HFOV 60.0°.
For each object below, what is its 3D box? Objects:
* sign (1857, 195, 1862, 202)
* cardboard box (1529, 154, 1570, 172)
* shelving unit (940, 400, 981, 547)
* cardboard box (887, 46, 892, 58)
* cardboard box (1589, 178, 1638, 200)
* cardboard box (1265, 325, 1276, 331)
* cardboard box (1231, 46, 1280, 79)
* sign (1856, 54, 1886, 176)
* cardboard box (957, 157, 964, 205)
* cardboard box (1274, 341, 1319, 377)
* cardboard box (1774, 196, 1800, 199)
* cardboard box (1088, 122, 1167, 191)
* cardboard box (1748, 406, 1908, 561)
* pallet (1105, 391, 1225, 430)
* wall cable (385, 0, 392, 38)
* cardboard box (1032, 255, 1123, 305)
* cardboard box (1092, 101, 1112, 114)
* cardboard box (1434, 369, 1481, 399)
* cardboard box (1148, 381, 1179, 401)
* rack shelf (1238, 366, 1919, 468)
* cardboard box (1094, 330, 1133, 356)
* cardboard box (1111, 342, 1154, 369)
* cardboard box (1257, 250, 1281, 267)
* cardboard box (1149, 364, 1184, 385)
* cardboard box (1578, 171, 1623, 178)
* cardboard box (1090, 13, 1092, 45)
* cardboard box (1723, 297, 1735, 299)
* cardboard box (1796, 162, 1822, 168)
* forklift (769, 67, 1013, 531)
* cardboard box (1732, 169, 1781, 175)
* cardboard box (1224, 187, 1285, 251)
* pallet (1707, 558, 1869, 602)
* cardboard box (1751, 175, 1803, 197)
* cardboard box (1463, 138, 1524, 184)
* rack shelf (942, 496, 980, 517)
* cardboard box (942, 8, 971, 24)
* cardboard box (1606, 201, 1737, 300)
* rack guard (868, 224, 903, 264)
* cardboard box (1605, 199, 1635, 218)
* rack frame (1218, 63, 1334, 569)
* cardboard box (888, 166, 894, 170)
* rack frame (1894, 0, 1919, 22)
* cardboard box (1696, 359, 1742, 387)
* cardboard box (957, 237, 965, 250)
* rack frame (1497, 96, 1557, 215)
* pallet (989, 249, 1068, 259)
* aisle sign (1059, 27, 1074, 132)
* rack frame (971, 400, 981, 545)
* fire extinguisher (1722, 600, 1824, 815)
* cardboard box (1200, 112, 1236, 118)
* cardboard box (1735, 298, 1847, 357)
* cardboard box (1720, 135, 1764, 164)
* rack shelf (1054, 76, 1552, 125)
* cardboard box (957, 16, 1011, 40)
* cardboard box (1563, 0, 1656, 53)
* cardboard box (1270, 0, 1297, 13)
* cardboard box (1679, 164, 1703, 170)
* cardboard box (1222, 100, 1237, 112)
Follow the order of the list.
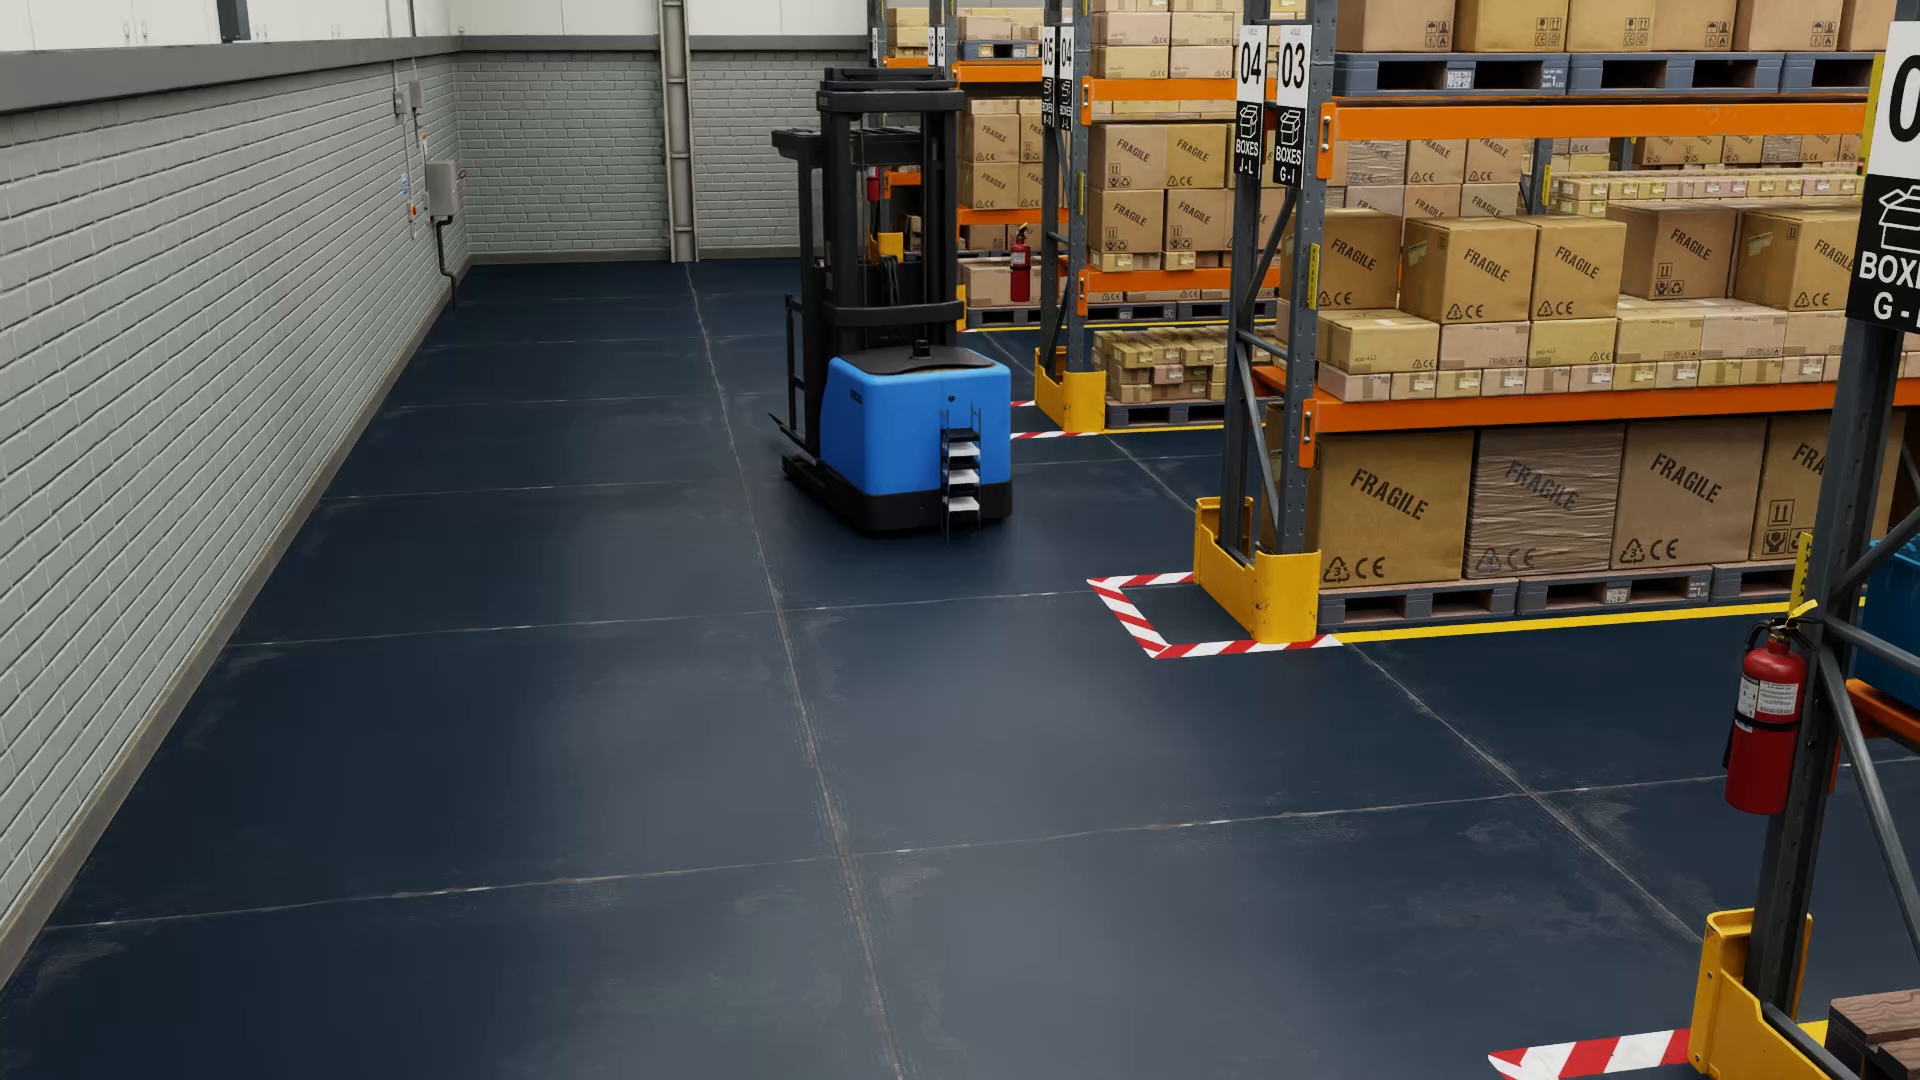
[{"bbox_3d":[5.510,-1.941,10.184,0.005,0.325,0.100,-3,17,-10],"label":"sign"},{"bbox_3d":[6.739,-4.386,19.388,0.500,0.250,0.500,-4,17,-12],"label":"cardboard box"},{"bbox_3d":[0.000,-0.426,10.666,0.210,0.900,0.258,-4,18,-12],"label":"shelving unit"},{"bbox_3d":[-0.860,-6.732,22.941,0.250,0.149,0.380,-3,17,-9],"label":"cardboard box"},{"bbox_3d":[5.527,-2.976,14.093,0.250,0.149,0.380,-3,17,-9],"label":"cardboard box"},{"bbox_3d":[2.864,-1.788,14.651,0.250,0.149,0.380,-3,17,-10],"label":"cardboard box"},{"bbox_3d":[2.363,-3.856,13.404,0.500,0.250,0.500,-4,17,-12],"label":"cardboard box"},{"bbox_3d":[2.514,-1.160,4.550,0.005,0.325,0.100,-3,17,-10],"label":"sign"},{"bbox_3d":[0.238,-4.054,18.732,0.500,0.500,0.500,-3,17,-10],"label":"cardboard box"},{"bbox_3d":[1.982,-1.041,9.520,0.250,0.149,0.380,-3,17,-9],"label":"cardboard box"},{"bbox_3d":[7.043,-2.919,14.413,0.250,0.149,0.380,-3,17,-9],"label":"cardboard box"},{"bbox_3d":[1.344,-3.098,13.411,0.500,0.500,0.500,-3,17,-11],"label":"cardboard box"},{"bbox_3d":[4.959,-0.441,10.041,0.875,0.875,0.875,-3,17,-10],"label":"cardboard box"},{"bbox_3d":[1.732,-1.188,14.321,1.213,0.211,1.003,-3,17,-10],"label":"pallet"},{"bbox_3d":[-5.717,-6.373,16.234,0.029,3.000,0.463,-3,17,-10],"label":"wall cable"},{"bbox_3d":[1.341,-2.998,19.113,0.875,0.438,0.875,-3,17,-9],"label":"cardboard box"},{"bbox_3d":[1.492,-4.747,18.180,0.250,0.149,0.380,-3,17,-10],"label":"cardboard box"},{"bbox_3d":[2.609,-0.880,8.996,0.250,0.149,0.380,-4,17,-12],"label":"cardboard box"},{"bbox_3d":[1.670,-1.295,14.059,0.250,0.149,0.380,-3,17,-11],"label":"cardboard box"},{"bbox_3d":[3.658,-0.814,9.578,4.000,0.370,1.077,-3,17,-10],"label":"rack shelf"},{"bbox_3d":[1.325,-1.707,14.387,0.250,0.149,0.380,-3,17,-10],"label":"cardboard box"},{"bbox_3d":[1.432,-1.535,13.829,0.250,0.149,0.380,-4,18,-13],"label":"cardboard box"},{"bbox_3d":[2.497,-2.379,13.875,0.250,0.149,0.380,-4,17,-12],"label":"cardboard box"},{"bbox_3d":[1.696,-1.416,13.947,0.250,0.149,0.380,-3,17,-11],"label":"cardboard box"},{"bbox_3d":[5.655,-3.177,14.747,0.250,0.149,0.380,-4,17,-12],"label":"cardboard box"},{"bbox_3d":[1.257,-4.182,13.614,0.500,0.250,0.500,-4,17,-12],"label":"cardboard box"},{"bbox_3d":[4.622,-1.363,9.889,0.500,0.250,0.500,-3,17,-11],"label":"cardboard box"},{"bbox_3d":[10.140,-4.491,20.039,0.250,0.149,0.380,-3,17,-10],"label":"cardboard box"},{"bbox_3d":[-0.668,-1.849,11.838,1.130,2.935,3.031,-7,18,-21],"label":"forklift"},{"bbox_3d":[7.187,-3.264,15.030,0.250,0.149,0.380,-2,17,-8],"label":"cardboard box"},{"bbox_3d":[2.350,-2.678,13.745,0.500,0.500,0.500,-3,17,-10],"label":"cardboard box"},{"bbox_3d":[4.861,0.084,10.180,1.213,0.211,1.003,-3,17,-10],"label":"pallet"},{"bbox_3d":[7.044,-3.062,14.371,0.250,0.149,0.380,-2,17,-8],"label":"cardboard box"},{"bbox_3d":[4.370,-3.269,13.965,0.500,0.500,0.500,-4,17,-12],"label":"cardboard box"},{"bbox_3d":[0.000,-0.222,10.729,0.200,0.077,0.258,-4,18,-12],"label":"rack shelf"},{"bbox_3d":[-0.144,-7.053,22.453,0.500,0.250,0.500,-3,17,-11],"label":"cardboard box"},{"bbox_3d":[4.108,-1.690,9.676,0.500,0.500,0.500,-4,17,-12],"label":"cardboard box"},{"bbox_3d":[-1.056,-4.143,23.450,0.348,0.500,1.175,-3,17,-10],"label":"rack guard"},{"bbox_3d":[5.509,-2.832,14.129,0.250,0.149,0.380,-4,17,-12],"label":"cardboard box"},{"bbox_3d":[1.695,-1.046,9.110,0.127,3.000,1.000,-3,17,-10],"label":"rack frame"},{"bbox_3d":[-0.856,-5.310,23.418,0.250,0.149,0.380,-3,17,-11],"label":"cardboard box"},{"bbox_3d":[2.634,-2.486,3.580,0.127,3.000,1.000,-3,17,-10],"label":"rack frame"},{"bbox_3d":[4.123,-0.966,9.276,0.250,0.149,0.380,-4,17,-11],"label":"cardboard box"},{"bbox_3d":[-0.088,-4.191,23.489,0.250,0.149,0.380,-4,18,-13],"label":"cardboard box"},{"bbox_3d":[4.780,-2.705,14.509,0.127,3.000,1.000,-3,17,-10],"label":"rack frame"},{"bbox_3d":[0.922,-4.117,23.856,1.213,0.211,1.003,-3,17,-10],"label":"pallet"},{"bbox_3d":[0.838,-3.634,13.107,0.004,0.787,0.394,-3,17,-10],"label":"aisle sign"},{"bbox_3d":[0.100,-0.433,10.687,0.006,0.900,0.240,-4,18,-12],"label":"rack frame"},{"bbox_3d":[2.400,0.474,4.926,0.183,0.674,0.296,-3,17,-10],"label":"fire extinguisher"},{"bbox_3d":[2.832,-4.520,18.546,0.500,0.500,0.500,-3,17,-11],"label":"cardboard box"},{"bbox_3d":[4.731,-1.210,9.391,0.500,0.250,0.500,-3,17,-9],"label":"cardboard box"},{"bbox_3d":[9.186,-4.760,19.810,0.500,0.500,0.500,-3,17,-10],"label":"cardboard box"},{"bbox_3d":[2.817,-3.683,13.811,4.000,0.370,1.077,-3,17,-10],"label":"rack shelf"},{"bbox_3d":[0.240,-5.565,18.082,0.500,0.250,0.500,-5,18,-16],"label":"cardboard box"},{"bbox_3d":[3.269,-2.860,8.851,0.500,0.500,0.700,-4,18,-14],"label":"cardboard box"},{"bbox_3d":[2.497,-4.275,13.236,0.250,0.149,0.380,-3,17,-9],"label":"cardboard box"},{"bbox_3d":[8.585,-4.402,19.748,0.250,0.149,0.380,-4,18,-14],"label":"cardboard box"},{"bbox_3d":[2.974,-4.859,18.543,0.250,0.149,0.380,-3,17,-10],"label":"cardboard box"}]
